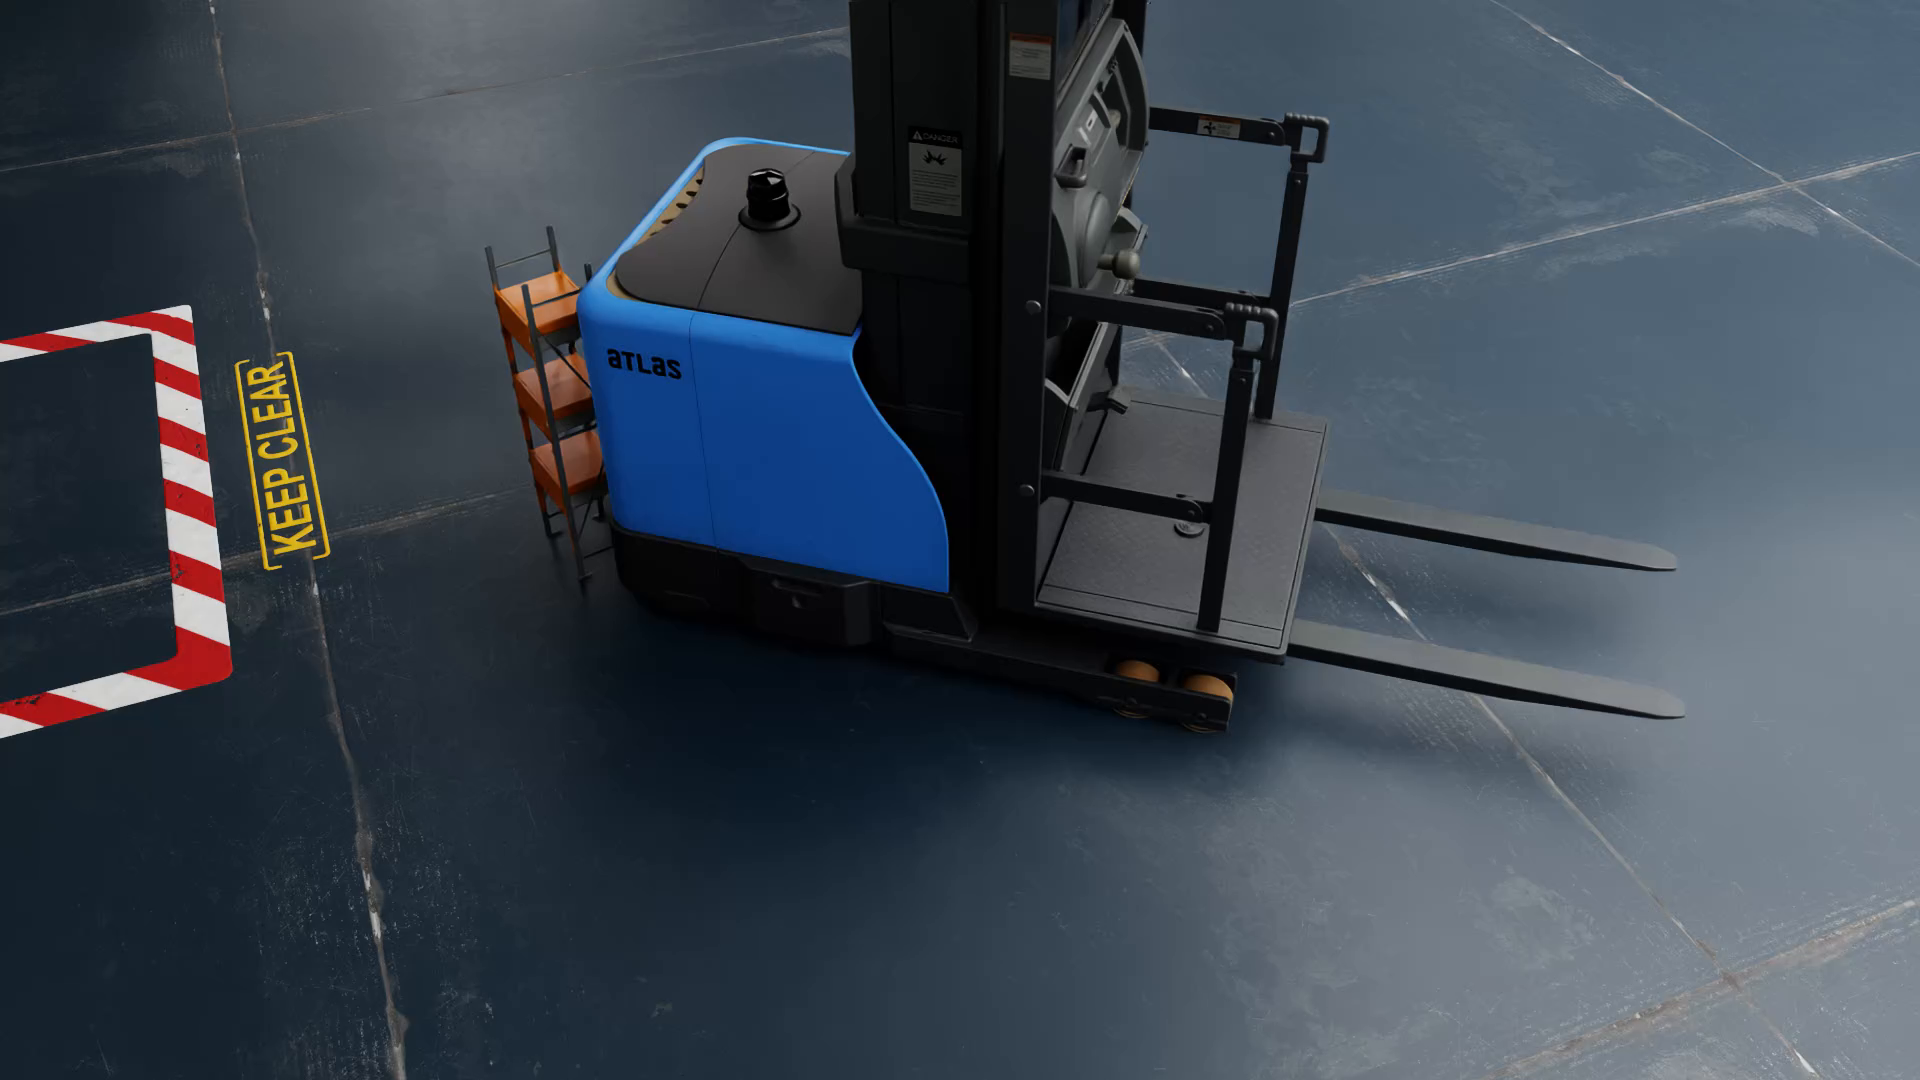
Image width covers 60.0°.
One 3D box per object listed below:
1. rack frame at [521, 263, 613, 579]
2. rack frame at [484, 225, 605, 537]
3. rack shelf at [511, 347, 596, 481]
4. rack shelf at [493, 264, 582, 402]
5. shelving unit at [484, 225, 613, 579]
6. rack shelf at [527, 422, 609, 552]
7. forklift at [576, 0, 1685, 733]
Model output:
[{"bbox_3d":[-1.086,-0.316,4.812,0.200,1.050,0.008,-25,46,-26],"label":"rack frame"},{"bbox_3d":[-1.226,-0.446,4.963,0.200,1.050,0.008,-25,46,-26],"label":"rack frame"},{"bbox_3d":[-1.156,-0.373,4.895,0.215,0.259,0.240,-25,46,-26],"label":"rack shelf"},{"bbox_3d":[-1.156,-0.588,4.710,0.215,0.259,0.240,-25,46,-26],"label":"rack shelf"},{"bbox_3d":[-1.156,-0.381,4.888,0.215,1.050,0.252,-25,46,-26],"label":"shelving unit"},{"bbox_3d":[-1.156,-0.162,5.076,0.215,0.259,0.240,-25,46,-26],"label":"rack shelf"},{"bbox_3d":[0.545,-0.963,4.122,3.031,2.935,1.130,11,42,12],"label":"forklift"}]
